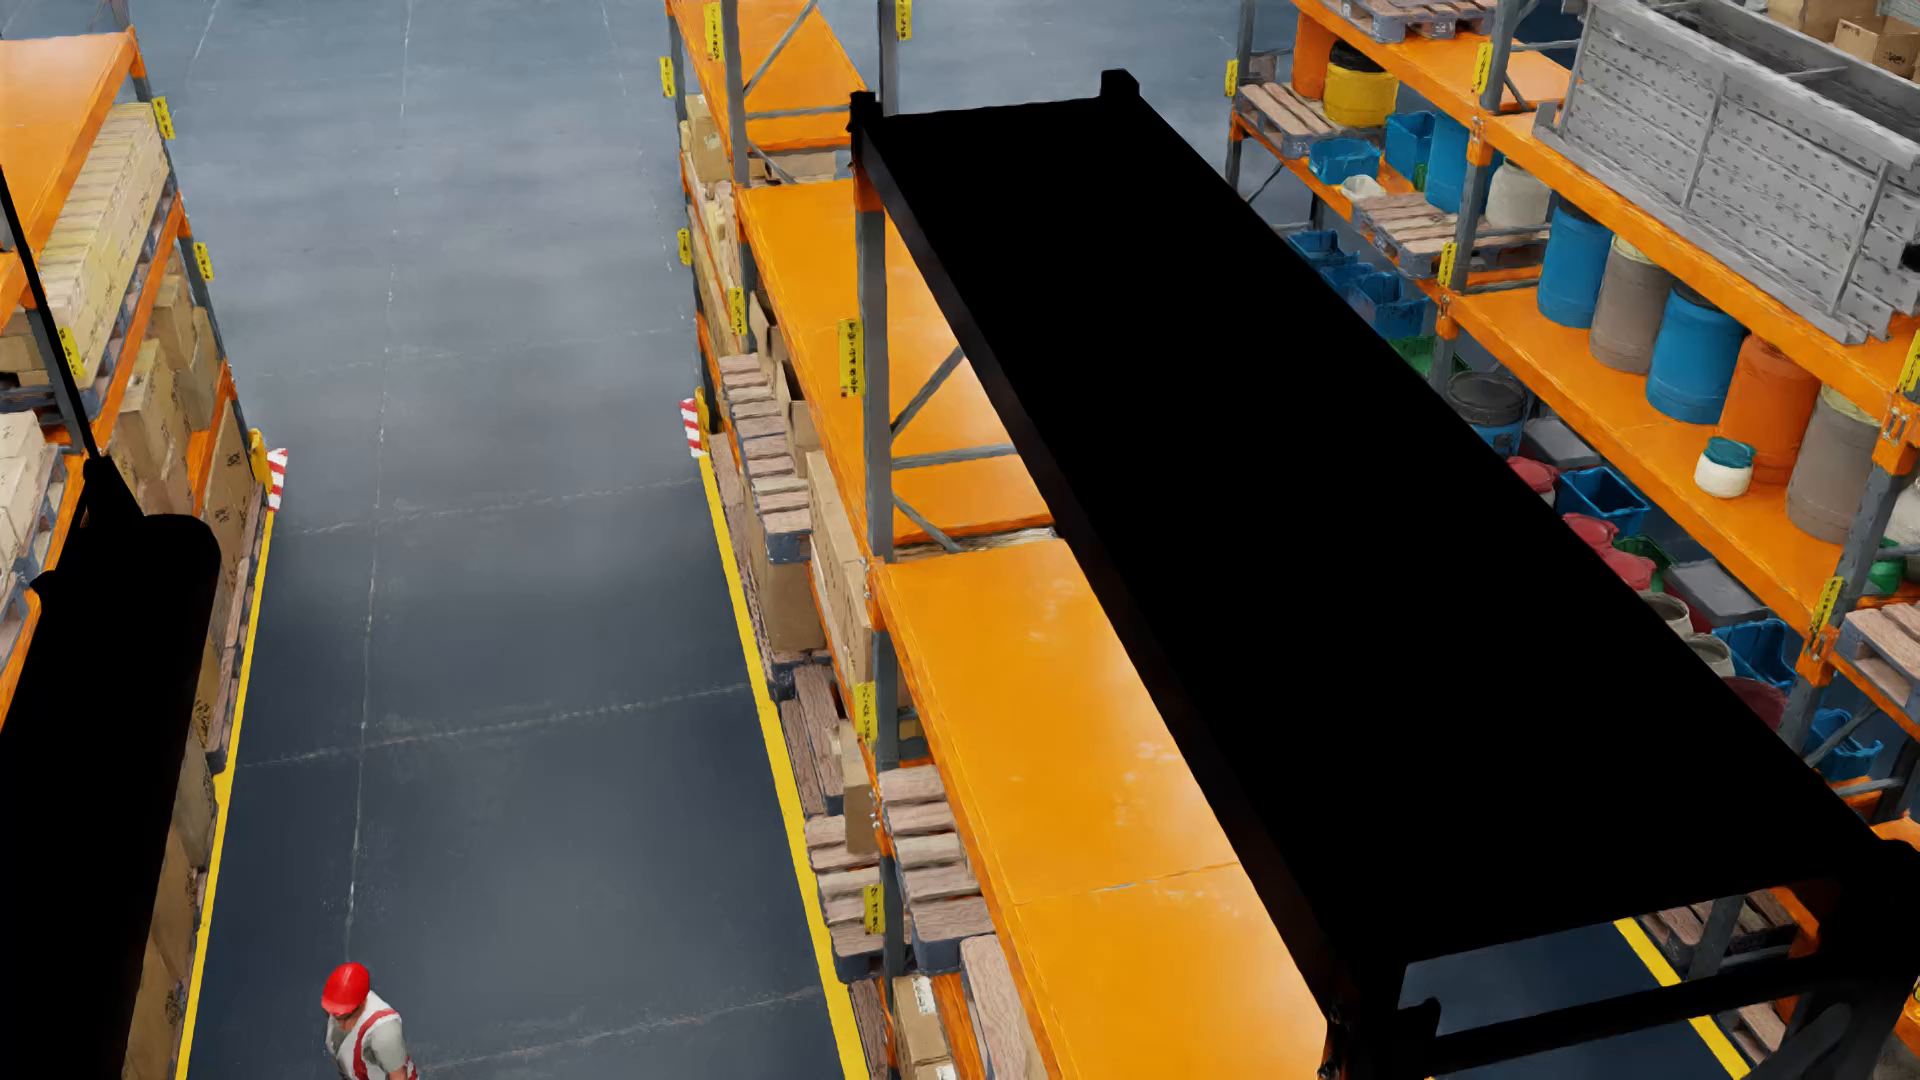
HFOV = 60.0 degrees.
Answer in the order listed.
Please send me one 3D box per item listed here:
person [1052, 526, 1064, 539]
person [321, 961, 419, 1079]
[{"bbox_3d":[0.773,0.524,11.911,0.580,1.617,0.503,-10,36,-14],"label":"person"},{"bbox_3d":[-2.969,2.801,8.393,0.442,1.792,0.606,-29,44,-35],"label":"person"}]
